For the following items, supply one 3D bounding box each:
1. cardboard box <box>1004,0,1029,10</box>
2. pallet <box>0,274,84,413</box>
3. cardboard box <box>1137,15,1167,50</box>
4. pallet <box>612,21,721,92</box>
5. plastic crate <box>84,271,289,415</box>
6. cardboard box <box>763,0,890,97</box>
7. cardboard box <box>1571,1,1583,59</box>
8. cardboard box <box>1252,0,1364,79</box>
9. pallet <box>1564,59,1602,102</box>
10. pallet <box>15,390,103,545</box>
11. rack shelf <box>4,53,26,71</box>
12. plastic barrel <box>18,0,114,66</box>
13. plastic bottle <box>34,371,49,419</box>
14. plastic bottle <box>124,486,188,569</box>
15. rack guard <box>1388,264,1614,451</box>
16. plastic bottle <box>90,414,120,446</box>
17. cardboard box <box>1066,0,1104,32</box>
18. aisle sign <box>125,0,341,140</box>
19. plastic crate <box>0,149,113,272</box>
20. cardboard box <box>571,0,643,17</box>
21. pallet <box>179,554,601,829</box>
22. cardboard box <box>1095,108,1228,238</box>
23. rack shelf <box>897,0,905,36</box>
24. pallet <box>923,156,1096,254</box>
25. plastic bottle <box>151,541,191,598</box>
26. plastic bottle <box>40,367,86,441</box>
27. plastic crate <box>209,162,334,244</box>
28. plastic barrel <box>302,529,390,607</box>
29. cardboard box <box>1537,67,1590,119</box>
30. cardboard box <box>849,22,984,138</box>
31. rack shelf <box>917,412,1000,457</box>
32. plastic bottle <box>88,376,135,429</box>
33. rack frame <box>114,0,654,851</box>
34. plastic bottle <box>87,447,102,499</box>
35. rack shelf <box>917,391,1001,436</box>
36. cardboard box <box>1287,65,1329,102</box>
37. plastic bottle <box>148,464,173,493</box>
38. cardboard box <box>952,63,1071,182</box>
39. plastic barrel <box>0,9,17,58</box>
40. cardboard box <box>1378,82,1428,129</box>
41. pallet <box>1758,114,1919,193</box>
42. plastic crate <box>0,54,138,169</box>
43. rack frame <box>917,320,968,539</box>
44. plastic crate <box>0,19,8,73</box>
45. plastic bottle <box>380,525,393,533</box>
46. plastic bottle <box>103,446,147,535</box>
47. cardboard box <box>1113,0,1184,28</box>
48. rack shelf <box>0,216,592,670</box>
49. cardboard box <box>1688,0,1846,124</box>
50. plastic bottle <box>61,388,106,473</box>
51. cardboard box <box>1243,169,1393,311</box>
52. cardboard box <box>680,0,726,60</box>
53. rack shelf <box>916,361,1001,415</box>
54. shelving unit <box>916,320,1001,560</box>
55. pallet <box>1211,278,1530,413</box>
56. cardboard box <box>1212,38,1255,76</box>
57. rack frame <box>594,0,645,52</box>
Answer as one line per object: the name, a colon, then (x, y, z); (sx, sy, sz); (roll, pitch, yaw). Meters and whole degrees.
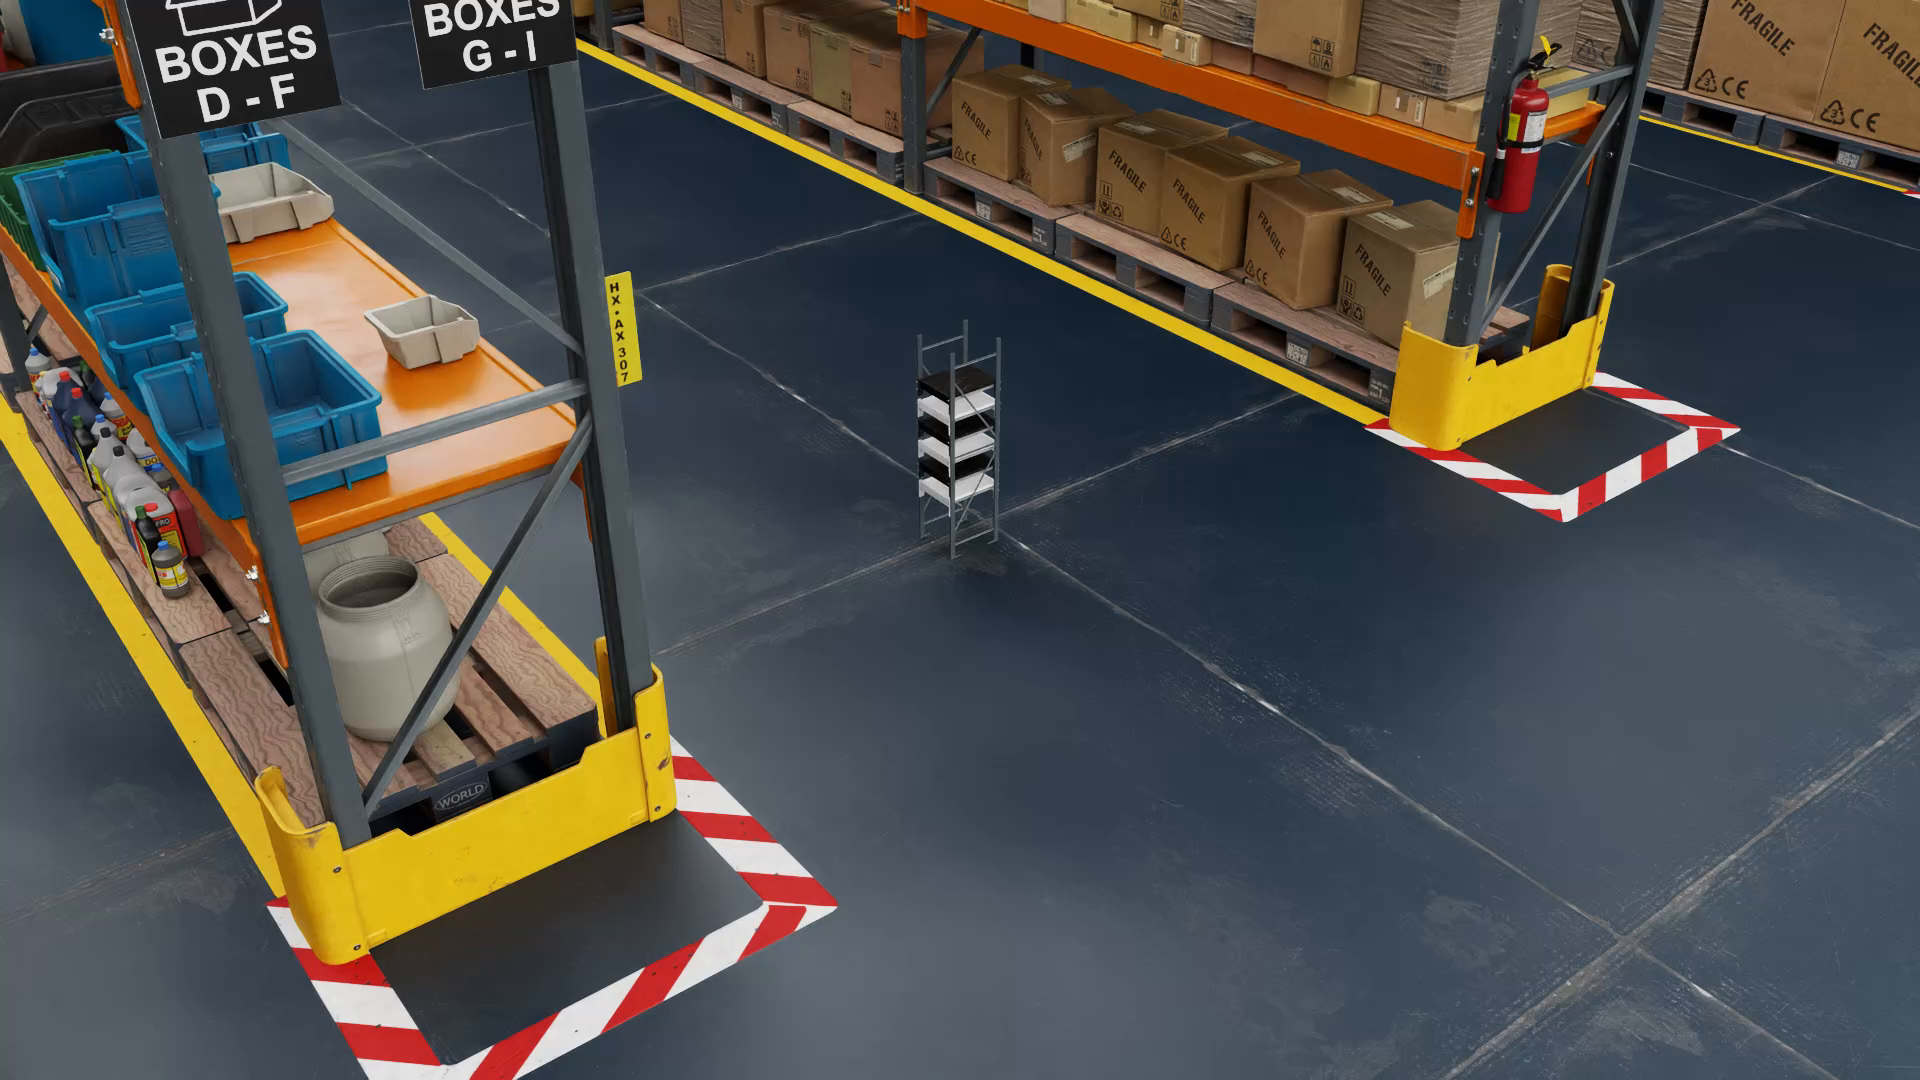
cardboard box: (0.461, -2.953, 8.899); (0.380, 0.149, 0.250); (-22, 38, -31)
pallet: (-4.337, -1.079, 8.287); (1.003, 0.211, 1.213); (-22, 38, -31)
cardboard box: (1.101, -2.547, 8.246); (0.380, 0.149, 0.250); (-22, 38, -31)
pallet: (-1.887, -3.707, 12.519); (1.003, 0.211, 1.213); (-22, 38, -31)
plastic crate: (-2.309, -0.603, 5.018); (0.499, 0.251, 0.408); (-22, 38, -31)
cardboard box: (-0.893, -3.377, 11.296); (0.700, 0.500, 0.500); (-26, 40, -35)
cardboard box: (4.398, -4.105, 12.131); (0.875, 0.875, 0.875); (-22, 38, -31)
cardboard box: (1.823, -2.460, 7.492); (0.875, 0.500, 0.500); (-22, 38, -31)
pallet: (4.472, -3.587, 12.325); (1.003, 0.211, 1.213); (-22, 38, -31)
pallet: (-3.446, -0.471, 7.308); (1.003, 0.211, 1.213); (-22, 38, -31)
rack shelf: (-5.051, -2.476, 8.576); (1.077, 0.370, 4.000); (-22, 38, -31)
plastic barrel: (-3.823, -2.420, 7.329); (0.600, 0.901, 0.708); (-22, 38, -31)
plastic bottle: (-3.914, -0.630, 7.156); (0.097, 0.201, 0.097); (0, 32, 0)
plastic bottle: (-2.978, -0.049, 6.150); (0.152, 0.276, 0.135); (-22, 38, -31)
rack guard: (2.494, -0.854, 7.651); (1.175, 0.500, 0.348); (-22, 38, -31)
plastic bottle: (-3.422, -0.378, 6.684); (0.097, 0.271, 0.097); (0, 32, 0)
cardboard box: (0.768, -2.744, 8.564); (0.380, 0.149, 0.250); (-22, 38, -31)
aisle sign: (-1.563, -1.260, 3.471); (0.394, 0.787, 0.004); (-22, 38, -31)
plastic crate: (-3.216, -1.201, 6.042); (0.450, 0.188, 0.662); (-22, 38, -31)
cardboard box: (-2.772, -4.788, 13.232); (1.225, 0.875, 0.875); (-24, 39, -33)
pallet: (-1.950, 0.546, 5.670); (1.003, 0.211, 1.213); (-22, 38, -31)
cardboard box: (1.101, -2.018, 9.128); (0.500, 0.500, 0.500); (-26, 40, -35)
rack shelf: (-1.139, -4.079, 11.156); (1.077, 0.370, 4.000); (-22, 38, -31)
pallet: (0.527, -2.098, 9.928); (1.003, 0.211, 1.213); (-22, 38, -31)
plastic bottle: (-2.845, 0.097, 5.986); (0.097, 0.201, 0.097); (0, 32, 0)
plastic bottle: (-3.756, -0.578, 7.002); (0.152, 0.276, 0.135); (-21, 37, -30)
plastic crate: (-2.629, -1.242, 6.156); (0.530, 0.136, 0.437); (-22, 38, -31)
plastic barrel: (-2.143, 0.139, 5.644); (0.421, 0.512, 0.421); (0, 32, 0)
cardboard box: (2.554, -1.973, 7.322); (0.380, 0.149, 0.250); (-22, 38, -31)
cardboard box: (-0.272, -2.939, 10.591); (0.700, 0.500, 0.500); (-26, 40, -35)
rack shelf: (-0.005, -0.434, 6.488); (0.258, 0.077, 0.200); (-22, 38, -31)
plastic bottle: (-3.544, -0.586, 6.944); (0.144, 0.351, 0.185); (-22, 38, -31)
rack frame: (-1.372, -0.281, 4.360); (1.000, 3.000, 0.127); (-22, 38, -31)
plastic bottle: (-3.387, -0.272, 6.580); (0.097, 0.201, 0.097); (0, 32, 0)
rack shelf: (-0.005, -0.510, 6.441); (0.258, 0.077, 0.200); (-22, 38, -31)
cardboard box: (1.715, -2.130, 7.575); (0.380, 0.149, 0.250); (-22, 38, -31)
plastic bottle: (-3.099, -0.200, 6.464); (0.097, 0.201, 0.097); (0, 32, 0)
cardboard box: (0.301, -2.488, 9.884); (0.500, 0.500, 0.500); (-24, 39, -33)
plastic barrel: (-4.515, -2.491, 8.049); (0.301, 0.262, 0.301); (0, 32, 0)
cardboard box: (2.050, -1.934, 7.258); (0.380, 0.149, 0.250); (-22, 38, -31)
pallet: (5.968, -2.570, 10.688); (1.003, 0.211, 1.213); (-22, 38, -31)
plastic crate: (-3.604, -1.663, 6.643); (0.767, 0.338, 0.504); (-22, 38, -31)
rack frame: (-0.067, -0.428, 6.586); (0.240, 0.900, 0.006); (-22, 38, -31)
plastic crate: (-4.364, -2.078, 7.193); (0.402, 0.464, 0.583); (-22, 38, -31)
plastic bottle: (-2.238, -0.166, 6.343); (0.097, 0.271, 0.097); (0, 32, 0)
plastic bottle: (-3.167, -0.206, 6.332); (0.144, 0.351, 0.185); (-21, 37, -29)
cardboard box: (1.253, -2.895, 8.191); (0.875, 0.500, 0.500); (-22, 38, -31)
rack shelf: (-2.599, -0.809, 5.892); (1.077, 0.370, 4.000); (-22, 38, -31)
cardboard box: (5.511, -3.350, 10.916); (0.875, 0.875, 0.875); (-23, 39, -32)
plastic bottle: (-3.542, -0.461, 6.743); (0.144, 0.351, 0.185); (-24, 39, -33)
cardboard box: (1.777, -1.504, 8.300); (0.500, 0.500, 0.500); (-12, 34, -19)
cardboard box: (-1.589, -3.843, 12.047); (0.700, 0.500, 0.500); (-26, 40, -35)
rack shelf: (-0.005, -0.587, 6.393); (0.258, 0.077, 0.200); (-22, 38, -31)
shelving unit: (-0.005, -0.386, 6.518); (0.258, 0.900, 0.210); (-22, 38, -31)
pallet: (2.023, -1.081, 8.290); (1.003, 0.211, 1.213); (-22, 38, -31)
cardboard box: (1.423, -2.345, 7.920); (0.380, 0.149, 0.250); (-22, 38, -31)
rack frame: (-2.365, -5.218, 12.308); (1.000, 3.000, 0.127); (-22, 38, -31)
